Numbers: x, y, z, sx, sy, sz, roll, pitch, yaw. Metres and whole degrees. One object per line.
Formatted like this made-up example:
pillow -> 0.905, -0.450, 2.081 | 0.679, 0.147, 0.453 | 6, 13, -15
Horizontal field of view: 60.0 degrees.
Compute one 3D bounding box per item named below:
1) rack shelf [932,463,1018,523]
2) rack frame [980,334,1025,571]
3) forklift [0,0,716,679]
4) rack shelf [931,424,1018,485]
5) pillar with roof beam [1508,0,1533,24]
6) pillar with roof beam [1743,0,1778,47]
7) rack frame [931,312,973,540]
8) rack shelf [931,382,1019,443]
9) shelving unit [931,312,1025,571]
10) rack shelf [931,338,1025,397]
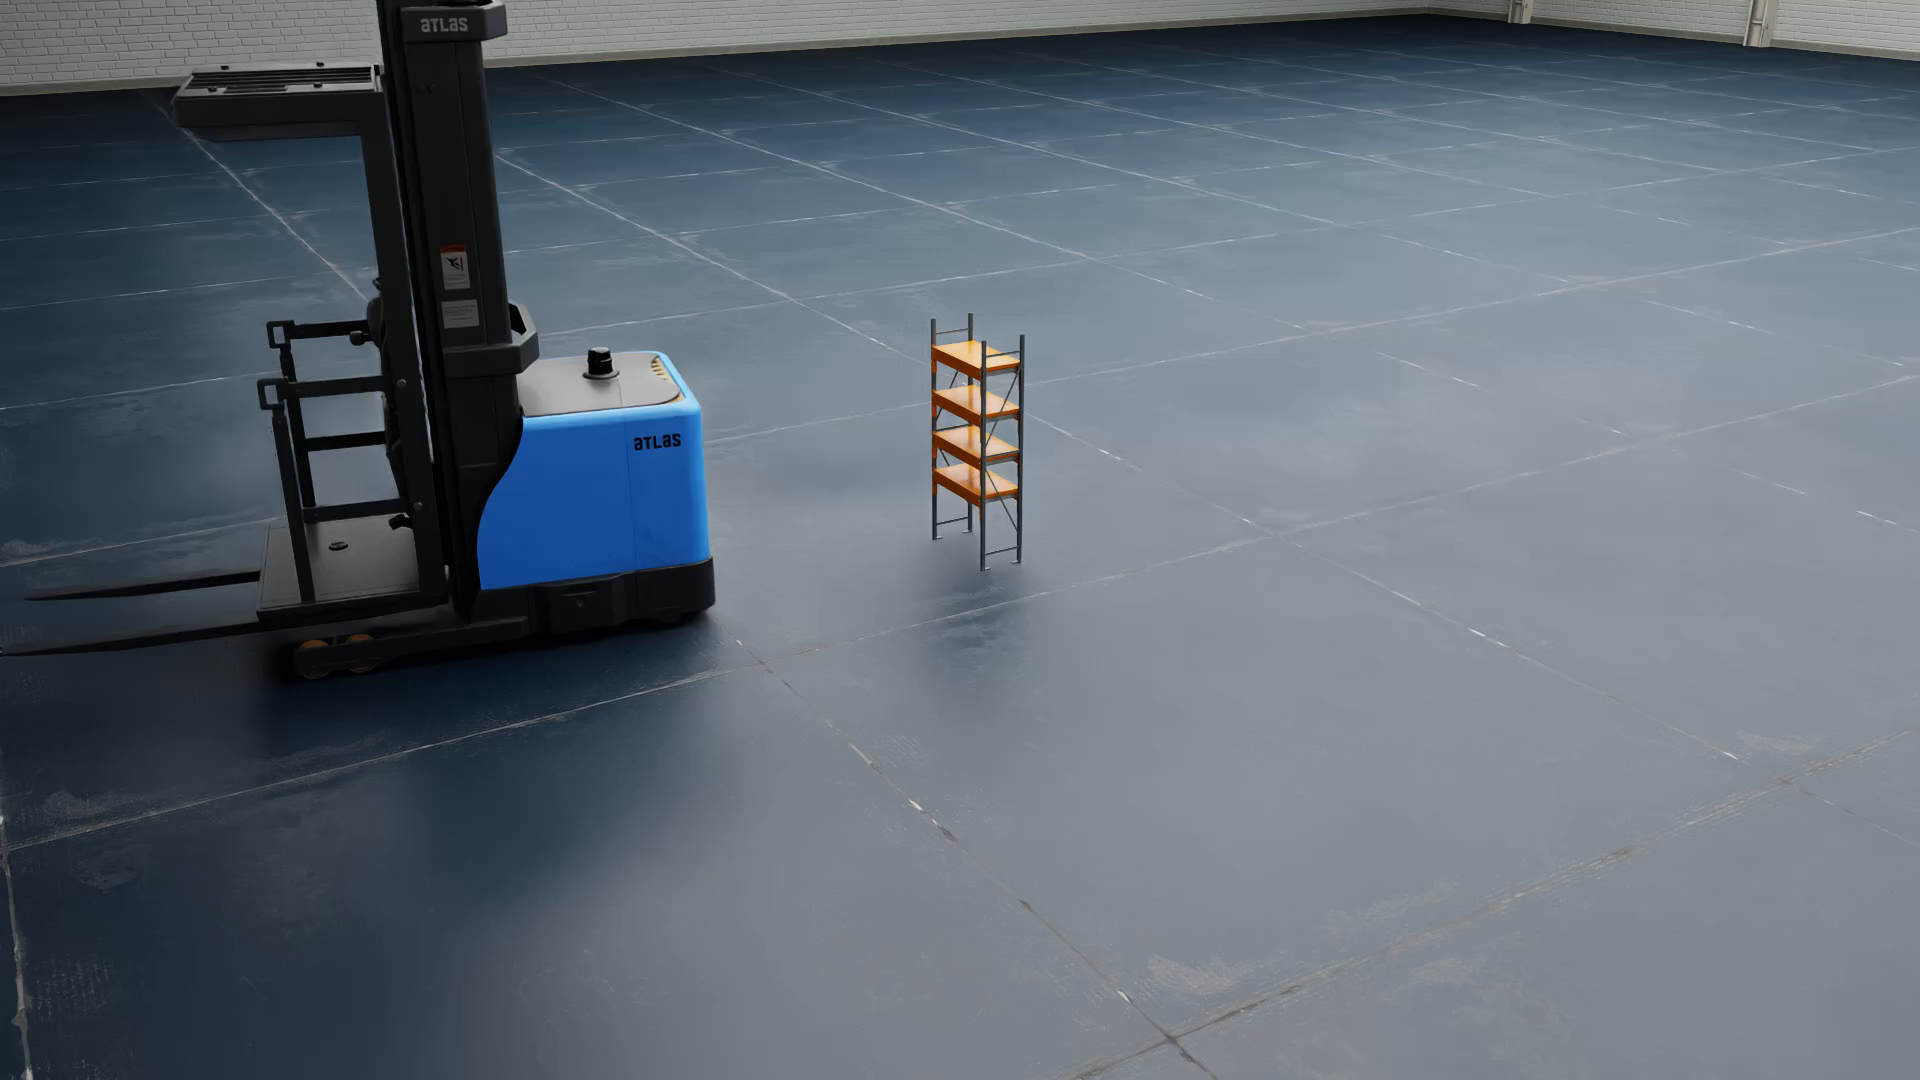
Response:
rack shelf -> 0.085, -0.256, 8.554 | 0.258, 0.148, 0.480 | -13, 25, -28
rack frame -> 0.209, -0.423, 8.259 | 0.240, 1.200, 0.015 | -13, 25, -28
forklift -> -2.736, -0.971, 7.308 | 3.031, 2.935, 1.130 | -7, 23, -18
rack shelf -> 0.085, -0.440, 8.479 | 0.258, 0.148, 0.480 | -13, 25, -28
pillar with roof beam -> 8.916, -15.008, 33.784 | 9.100, 9.000, 0.400 | -13, 25, -28
pillar with roof beam -> 11.981, -13.065, 29.005 | 9.100, 9.000, 0.400 | -13, 25, -28
rack frame -> -0.040, -0.581, 8.648 | 0.240, 1.200, 0.015 | -13, 25, -28
rack shelf -> 0.085, -0.647, 8.395 | 0.258, 0.148, 0.480 | -13, 25, -28
shelving unit -> 0.085, -0.502, 8.454 | 0.258, 1.200, 0.503 | -13, 25, -28
rack shelf -> 0.085, -0.866, 8.306 | 0.258, 0.148, 0.480 | -13, 25, -28
